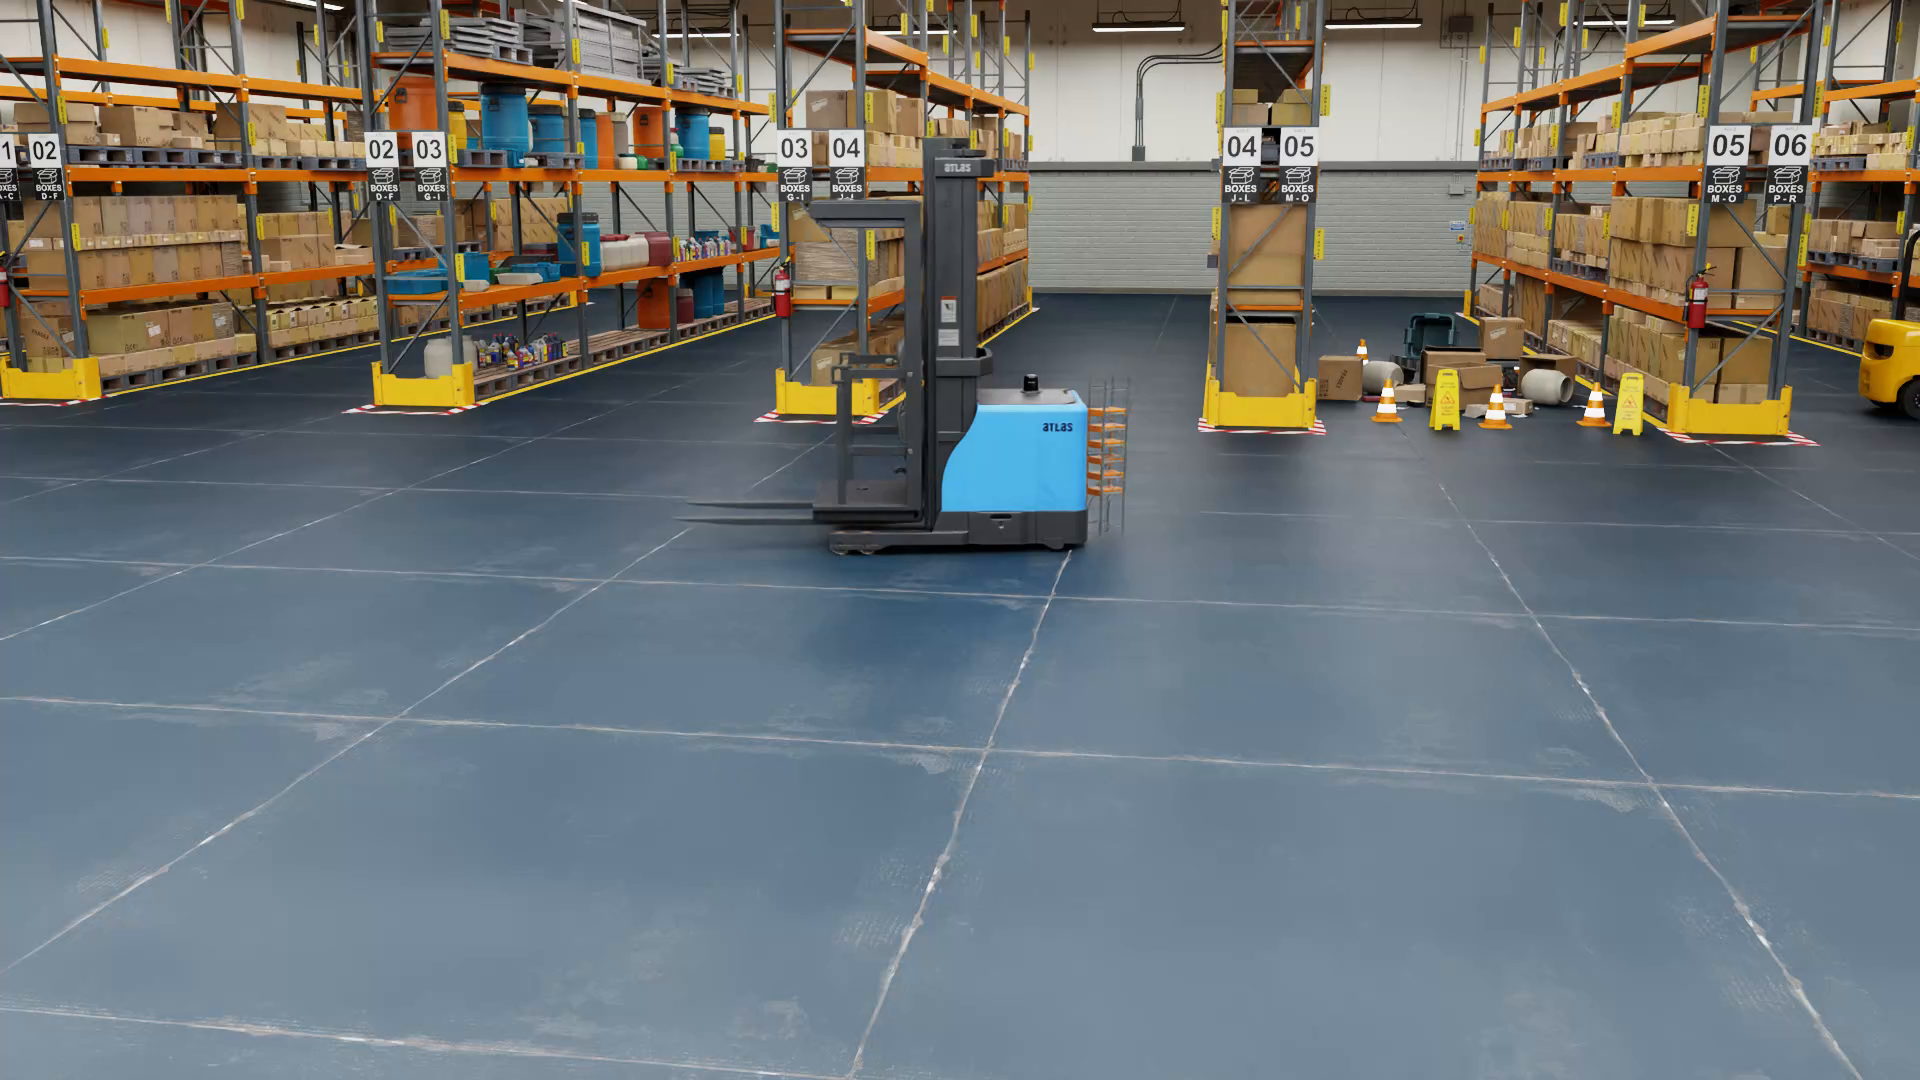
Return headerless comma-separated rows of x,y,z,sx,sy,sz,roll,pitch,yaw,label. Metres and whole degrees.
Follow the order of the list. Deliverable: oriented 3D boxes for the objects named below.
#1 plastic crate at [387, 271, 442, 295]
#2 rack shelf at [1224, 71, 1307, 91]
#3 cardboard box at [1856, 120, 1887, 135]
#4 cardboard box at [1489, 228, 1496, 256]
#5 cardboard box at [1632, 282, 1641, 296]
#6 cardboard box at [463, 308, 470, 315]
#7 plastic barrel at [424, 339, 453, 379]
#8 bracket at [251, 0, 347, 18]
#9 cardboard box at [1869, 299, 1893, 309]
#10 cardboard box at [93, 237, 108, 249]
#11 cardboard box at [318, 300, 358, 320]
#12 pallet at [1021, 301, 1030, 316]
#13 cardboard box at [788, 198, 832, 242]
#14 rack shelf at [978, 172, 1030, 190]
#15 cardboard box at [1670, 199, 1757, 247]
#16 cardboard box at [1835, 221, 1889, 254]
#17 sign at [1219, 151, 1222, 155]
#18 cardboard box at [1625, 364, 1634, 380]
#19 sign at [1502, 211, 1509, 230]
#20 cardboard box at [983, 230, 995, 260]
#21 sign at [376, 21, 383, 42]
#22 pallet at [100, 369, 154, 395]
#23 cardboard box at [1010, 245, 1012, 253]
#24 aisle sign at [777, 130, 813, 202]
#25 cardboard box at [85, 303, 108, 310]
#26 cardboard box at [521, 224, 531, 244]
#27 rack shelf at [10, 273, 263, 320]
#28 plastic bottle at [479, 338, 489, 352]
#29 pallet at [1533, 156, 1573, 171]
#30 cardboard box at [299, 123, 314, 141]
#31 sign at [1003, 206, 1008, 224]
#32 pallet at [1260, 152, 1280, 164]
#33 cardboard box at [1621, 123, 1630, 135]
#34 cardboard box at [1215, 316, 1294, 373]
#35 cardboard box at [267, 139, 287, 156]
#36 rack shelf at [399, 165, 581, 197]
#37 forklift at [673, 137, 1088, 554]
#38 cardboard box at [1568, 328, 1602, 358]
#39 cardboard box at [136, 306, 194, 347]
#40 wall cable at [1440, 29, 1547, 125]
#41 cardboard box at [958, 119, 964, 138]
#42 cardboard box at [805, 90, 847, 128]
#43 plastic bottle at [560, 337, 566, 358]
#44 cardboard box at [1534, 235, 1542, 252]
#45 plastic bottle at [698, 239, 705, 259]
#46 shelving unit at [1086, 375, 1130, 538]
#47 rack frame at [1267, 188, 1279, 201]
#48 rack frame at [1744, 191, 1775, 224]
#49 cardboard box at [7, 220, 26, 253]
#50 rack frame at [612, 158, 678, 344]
-6.666,-3.139,20.292,0.499,0.251,0.616,2,12,9,plastic crate
4.255,-6.390,23.441,1.077,0.370,4.000,2,12,9,rack shelf
15.003,-6.778,27.376,0.396,0.266,0.258,2,12,9,cardboard box
10.040,-5.480,30.566,0.500,0.500,0.500,2,12,8,cardboard box
8.283,-3.005,19.913,0.380,0.149,0.250,2,12,9,cardboard box
-9.450,-4.431,30.824,0.500,0.500,0.500,2,12,9,cardboard box
-6.421,-2.226,20.613,0.421,0.512,0.421,0,12,0,plastic barrel
-14.327,-11.394,35.460,0.076,0.066,4.783,2,12,9,bracket
14.296,-3.644,25.680,0.380,0.149,0.250,1,12,7,cardboard box
-11.030,-3.755,21.019,0.380,0.149,0.250,2,12,7,cardboard box
-10.102,-3.729,26.877,0.500,0.311,0.500,2,12,8,cardboard box
0.862,-4.736,33.968,1.003,0.211,1.213,2,12,9,pallet
-1.713,-3.743,19.424,0.500,0.500,0.500,2,12,9,cardboard box
0.600,-6.966,32.286,1.077,0.370,4.000,2,12,9,rack shelf
8.102,-3.413,17.892,0.700,0.500,0.500,2,12,7,cardboard box
14.494,-4.844,26.615,0.700,0.500,0.500,2,12,8,cardboard box
4.640,-6.989,29.455,0.100,0.325,0.005,2,12,9,sign
8.347,-1.974,20.063,0.500,0.250,0.500,2,12,8,cardboard box
9.536,-5.594,29.087,0.100,0.325,0.005,2,12,9,sign
0.334,-5.166,29.108,0.500,0.500,0.500,2,12,8,cardboard box
-9.562,-8.374,27.397,0.100,0.325,0.005,2,12,9,sign
-11.265,-2.057,21.535,1.003,0.211,1.213,2,12,9,pallet
0.786,-5.528,31.619,0.380,0.149,0.250,2,12,7,cardboard box
-1.859,-4.205,18.715,0.394,0.787,0.004,2,12,9,aisle sign
-15.065,-3.926,28.478,0.700,0.500,0.500,2,12,9,cardboard box
-8.993,-6.114,33.506,0.500,0.500,0.500,2,12,8,cardboard box
-11.033,-3.324,22.504,1.077,0.370,4.000,2,12,9,rack shelf
-6.461,-2.568,22.534,0.144,0.351,0.185,2,12,8,plastic bottle
9.516,-5.791,25.574,1.213,0.211,1.003,2,12,11,pallet
-13.778,-8.389,34.523,0.500,0.500,0.500,1,12,6,cardboard box
0.830,-5.947,30.408,0.100,0.325,0.005,2,12,9,sign
3.811,-4.841,20.928,1.003,0.211,1.213,2,12,9,pallet
8.483,-5.127,20.748,0.380,0.149,0.250,2,12,8,cardboard box
3.505,-2.249,19.855,0.875,0.875,0.875,2,12,8,cardboard box
-10.540,-5.932,25.140,0.500,0.250,0.500,1,12,3,cardboard box
-6.140,-4.629,21.439,1.077,0.370,4.000,2,12,9,rack shelf
-0.590,-1.443,12.231,3.031,2.935,1.130,0,12,-1,forklift
9.145,-2.773,23.483,0.950,0.372,0.625,2,12,11,cardboard box
-10.805,-2.903,22.596,0.500,0.500,0.500,2,12,9,cardboard box
12.039,-10.048,37.757,2.355,3.000,0.029,2,12,9,wall cable
-0.217,-6.148,25.356,0.500,0.500,0.500,2,12,9,cardboard box
-1.565,-5.173,20.128,0.500,0.500,0.500,2,12,9,cardboard box
-5.580,-2.707,23.337,0.061,0.283,0.133,3,12,11,plastic bottle
9.368,-4.669,26.206,0.500,0.250,0.500,2,12,7,cardboard box
-4.589,-5.140,29.343,0.144,0.351,0.185,2,12,9,plastic bottle
1.105,-0.630,12.556,0.258,1.200,0.189,-7,14,-33,shelving unit
4.563,-4.421,25.887,1.000,3.000,0.127,2,12,9,rack frame
15.605,-5.787,32.225,1.000,3.000,0.127,2,12,9,rack frame
-15.346,-4.874,26.710,0.700,0.500,0.500,4,13,16,cardboard box
-5.217,-4.763,27.475,1.000,3.000,0.127,2,12,9,rack frame
